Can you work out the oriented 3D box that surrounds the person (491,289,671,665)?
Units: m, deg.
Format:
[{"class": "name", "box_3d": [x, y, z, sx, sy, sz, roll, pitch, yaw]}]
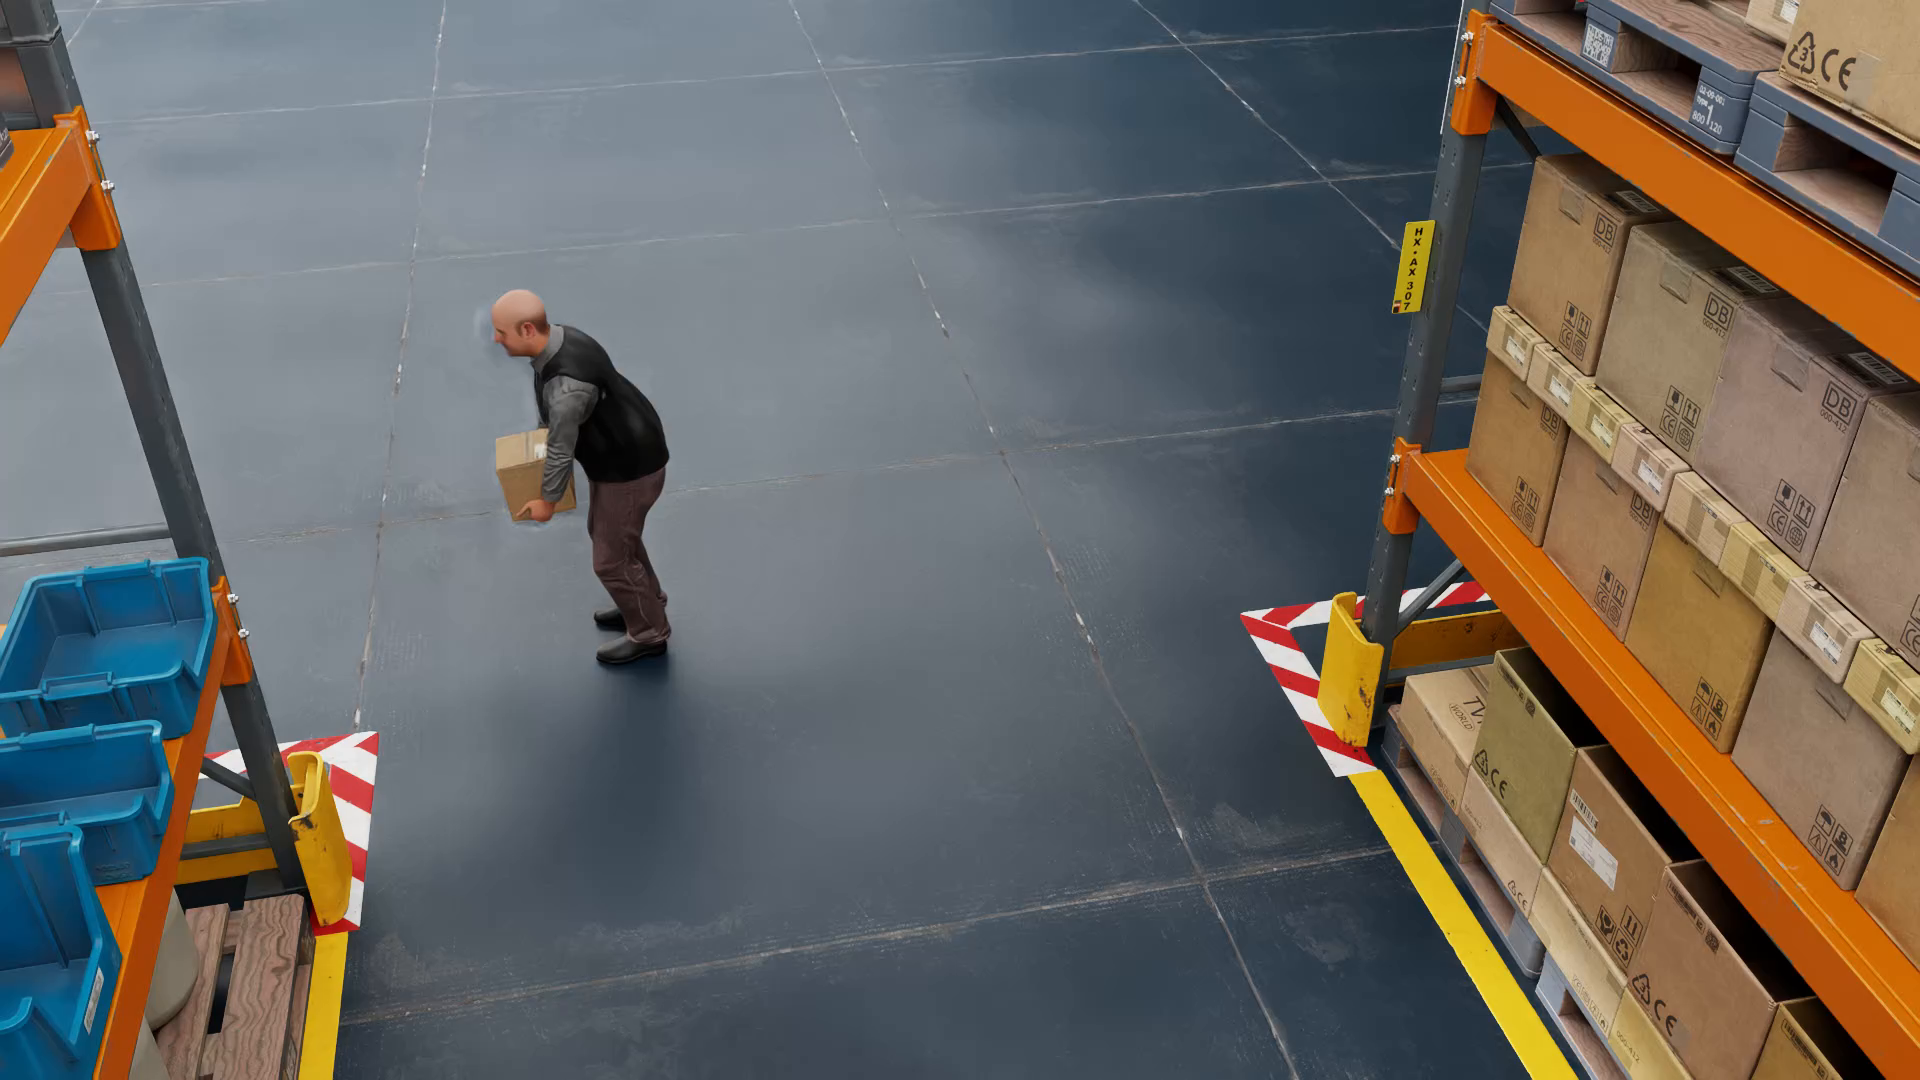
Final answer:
[{"class": "person", "box_3d": [-1.461, -0.255, 6.613, 0.614, 1.648, 0.477, -8, 35, -11]}]
